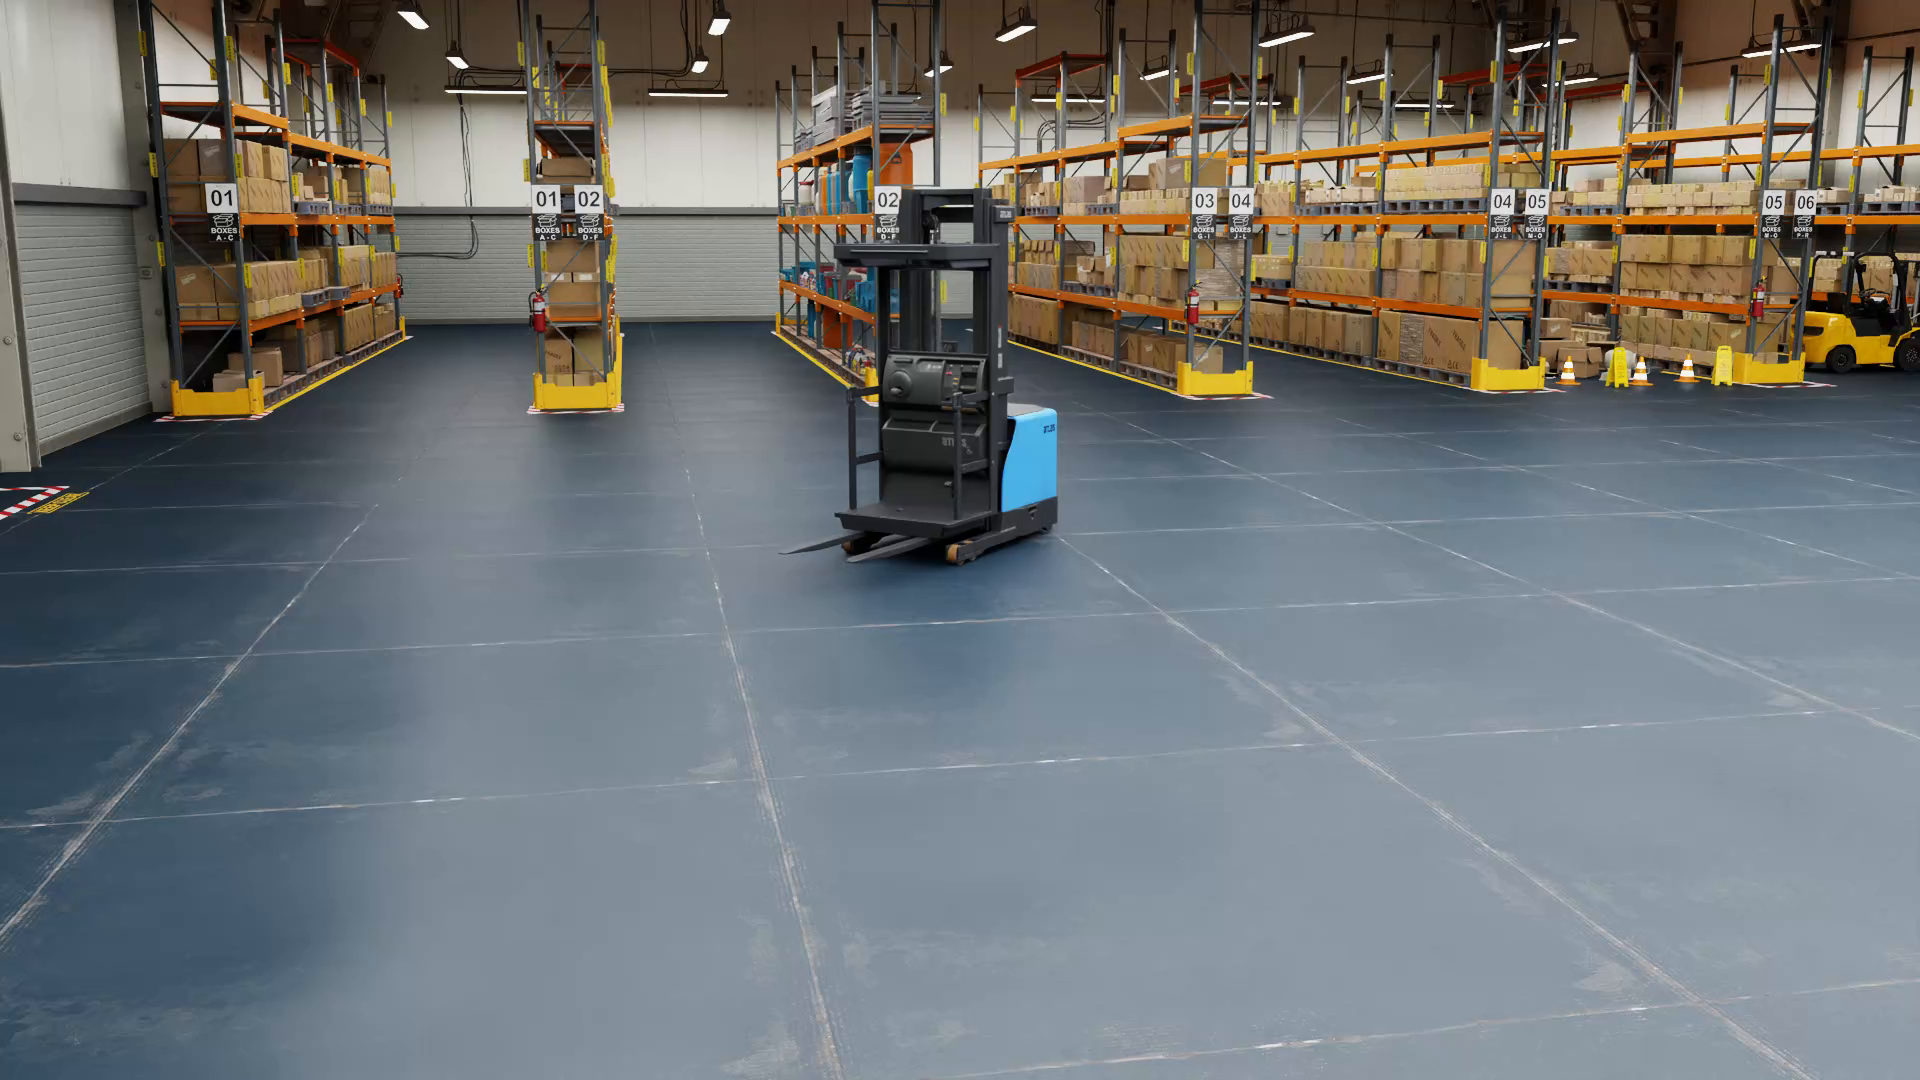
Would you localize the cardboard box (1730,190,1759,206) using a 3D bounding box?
[{"bbox_3d":[13.421,-5.785,28.150,0.500,0.250,0.500,-2,11,-12],"label":"cardboard box"}]

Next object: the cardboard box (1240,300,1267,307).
[{"bbox_3d":[6.606,-5.261,37.372,0.500,0.250,0.500,-2,11,-9],"label":"cardboard box"}]

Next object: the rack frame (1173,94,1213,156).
[{"bbox_3d":[5.838,-9.838,41.816,1.000,3.000,0.127,-2,11,-11],"label":"rack frame"}]

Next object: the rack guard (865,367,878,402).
[{"bbox_3d":[-0.855,-2.398,25.460,1.175,0.500,0.348,-2,11,-11],"label":"rack guard"}]

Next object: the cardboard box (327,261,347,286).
[{"bbox_3d":[-11.911,-5.025,31.456,0.500,0.500,0.500,-2,11,-9],"label":"cardboard box"}]

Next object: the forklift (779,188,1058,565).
[{"bbox_3d":[-0.316,-1.338,13.386,1.130,2.935,3.031,6,12,29],"label":"forklift"}]

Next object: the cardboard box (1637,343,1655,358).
[{"bbox_3d":[12.972,-3.528,30.942,0.500,0.250,0.500,-1,11,-8],"label":"cardboard box"}]

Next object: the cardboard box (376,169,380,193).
[{"bbox_3d":[-12.917,-7.804,36.157,0.500,0.500,0.500,-2,11,-11],"label":"cardboard box"}]

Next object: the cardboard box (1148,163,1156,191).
[{"bbox_3d":[3.624,-6.369,29.214,0.500,0.500,0.500,-2,11,-13],"label":"cardboard box"}]

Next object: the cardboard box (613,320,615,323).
[{"bbox_3d":[-7.217,-4.172,33.602,0.500,0.500,0.500,-2,11,-12],"label":"cardboard box"}]

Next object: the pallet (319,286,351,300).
[{"bbox_3d":[-11.825,-4.500,30.330,1.213,0.211,1.003,-2,11,-11],"label":"pallet"}]

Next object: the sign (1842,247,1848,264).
[{"bbox_3d":[17.345,-5.578,32.595,0.100,0.325,0.005,-2,11,-11],"label":"sign"}]

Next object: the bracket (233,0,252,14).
[{"bbox_3d":[-12.234,-9.103,28.331,0.235,0.232,0.430,-2,11,-11],"label":"bracket"}]

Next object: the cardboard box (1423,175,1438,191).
[{"bbox_3d":[8.289,-6.113,28.486,0.500,0.250,0.500,-2,11,-10],"label":"cardboard box"}]

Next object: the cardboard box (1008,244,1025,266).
[{"bbox_3d":[1.379,-6.511,37.980,0.500,0.500,0.500,-2,11,-9],"label":"cardboard box"}]

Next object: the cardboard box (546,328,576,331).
[{"bbox_3d":[-6.543,-3.204,27.235,0.500,0.500,0.500,-2,11,-11],"label":"cardboard box"}]

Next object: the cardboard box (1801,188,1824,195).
[{"bbox_3d":[17.346,-7.019,33.878,0.500,0.311,0.500,-3,11,-13],"label":"cardboard box"}]

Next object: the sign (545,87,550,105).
[{"bbox_3d":[-7.740,-8.325,31.160,0.100,0.325,0.005,-2,11,-11],"label":"sign"}]

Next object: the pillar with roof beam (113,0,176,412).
[{"bbox_3d":[-7.274,-6.454,24.041,9.100,9.000,0.400,-2,11,-11],"label":"pillar with roof beam"}]

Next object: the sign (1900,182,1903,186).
[{"bbox_3d":[18.420,-6.856,32.580,0.100,0.325,0.005,-2,11,-11],"label":"sign"}]

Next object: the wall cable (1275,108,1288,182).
[{"bbox_3d":[9.291,-11.069,48.286,0.463,3.000,0.029,-2,11,-11],"label":"wall cable"}]

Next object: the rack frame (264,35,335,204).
[{"bbox_3d":[-12.068,-7.668,30.418,1.000,3.000,0.127,-2,11,-11],"label":"rack frame"}]

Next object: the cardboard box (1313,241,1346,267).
[{"bbox_3d":[7.571,-5.788,33.644,0.700,0.500,0.500,-2,11,-12],"label":"cardboard box"}]

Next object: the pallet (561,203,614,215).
[{"bbox_3d":[-6.769,-5.957,29.952,1.003,0.211,1.213,-2,11,-8],"label":"pallet"}]

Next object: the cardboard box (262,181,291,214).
[{"bbox_3d":[-10.948,-5.436,26.391,0.500,0.500,0.500,-2,11,-9],"label":"cardboard box"}]

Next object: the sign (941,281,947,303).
[{"bbox_3d":[-0.253,-3.769,25.238,0.100,0.325,0.005,-2,11,-11],"label":"sign"}]

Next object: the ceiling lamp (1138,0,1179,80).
[{"bbox_3d":[4.596,-11.757,36.288,0.800,3.185,2.000,-2,11,-11],"label":"ceiling lamp"}]

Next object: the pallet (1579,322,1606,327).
[{"bbox_3d":[16.187,-5.293,41.440,1.003,0.211,1.213,-2,11,-11],"label":"pallet"}]

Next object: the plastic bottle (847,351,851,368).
[{"bbox_3d":[-1.850,-3.093,28.533,0.152,0.276,0.135,-2,11,-9],"label":"plastic bottle"}]

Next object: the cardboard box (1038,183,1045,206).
[{"bbox_3d":[2.090,-7.366,35.453,0.797,0.503,0.637,-2,11,-12],"label":"cardboard box"}]

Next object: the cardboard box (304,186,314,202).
[{"bbox_3d":[-11.906,-6.014,29.420,0.797,0.503,0.637,-1,11,-3],"label":"cardboard box"}]

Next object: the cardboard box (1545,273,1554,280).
[{"bbox_3d":[12.297,-5.441,34.309,0.380,0.149,0.250,-1,11,-8],"label":"cardboard box"}]

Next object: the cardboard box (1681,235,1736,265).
[{"bbox_3d":[13.181,-5.110,29.283,0.700,0.500,0.500,-2,11,-12],"label":"cardboard box"}]

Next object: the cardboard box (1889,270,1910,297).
[{"bbox_3d":[17.923,-4.840,31.335,0.500,0.500,0.500,-2,11,-12],"label":"cardboard box"}]

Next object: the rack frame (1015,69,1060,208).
[{"bbox_3d":[1.731,-8.942,37.111,1.000,3.000,0.127,-2,11,-11],"label":"rack frame"}]

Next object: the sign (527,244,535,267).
[{"bbox_3d":[-6.188,-4.103,23.999,0.100,0.325,0.005,-2,11,-11],"label":"sign"}]

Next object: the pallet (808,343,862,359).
[{"bbox_3d":[-2.544,-3.855,33.884,1.003,0.211,1.213,-2,11,-11],"label":"pallet"}]

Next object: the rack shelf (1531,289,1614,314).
[{"bbox_3d":[12.618,-4.902,33.851,1.077,0.370,4.000,-2,11,-11],"label":"rack shelf"}]

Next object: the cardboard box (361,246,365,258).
[{"bbox_3d":[-12.414,-5.858,33.828,0.500,0.250,0.500,-2,11,-10],"label":"cardboard box"}]

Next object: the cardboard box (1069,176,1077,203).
[{"bbox_3d":[2.443,-6.841,32.490,0.500,0.500,0.500,-2,11,-11],"label":"cardboard box"}]

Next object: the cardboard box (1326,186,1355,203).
[{"bbox_3d":[7.516,-6.782,32.630,0.500,0.311,0.500,-2,11,-12],"label":"cardboard box"}]

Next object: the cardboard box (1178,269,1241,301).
[{"bbox_3d":[3.984,-4.091,26.607,0.875,0.500,0.500,-2,11,-11],"label":"cardboard box"}]

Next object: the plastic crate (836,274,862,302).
[{"bbox_3d":[-1.966,-4.457,29.419,0.402,0.464,0.583,-2,11,-11],"label":"plastic crate"}]

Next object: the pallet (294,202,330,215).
[{"bbox_3d":[-11.510,-5.676,28.475,1.213,0.211,1.003,-2,11,-11],"label":"pallet"}]

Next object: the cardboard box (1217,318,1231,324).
[{"bbox_3d":[6.242,-5.155,38.965,0.380,0.149,0.250,-2,11,-10],"label":"cardboard box"}]

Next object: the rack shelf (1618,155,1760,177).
[{"bbox_3d":[16.709,-8.567,38.134,1.077,0.370,4.000,-2,11,-11],"label":"rack shelf"}]

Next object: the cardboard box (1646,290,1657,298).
[{"bbox_3d":[12.949,-4.557,30.787,0.380,0.149,0.250,-2,11,-9],"label":"cardboard box"}]

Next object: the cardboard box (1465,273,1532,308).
[{"bbox_3d":[8.833,-4.096,27.294,0.875,0.550,0.550,-2,11,-11],"label":"cardboard box"}]

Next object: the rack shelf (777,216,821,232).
[{"bbox_3d":[-3.517,-7.302,38.440,1.077,0.370,4.000,-2,11,-11],"label":"rack shelf"}]
